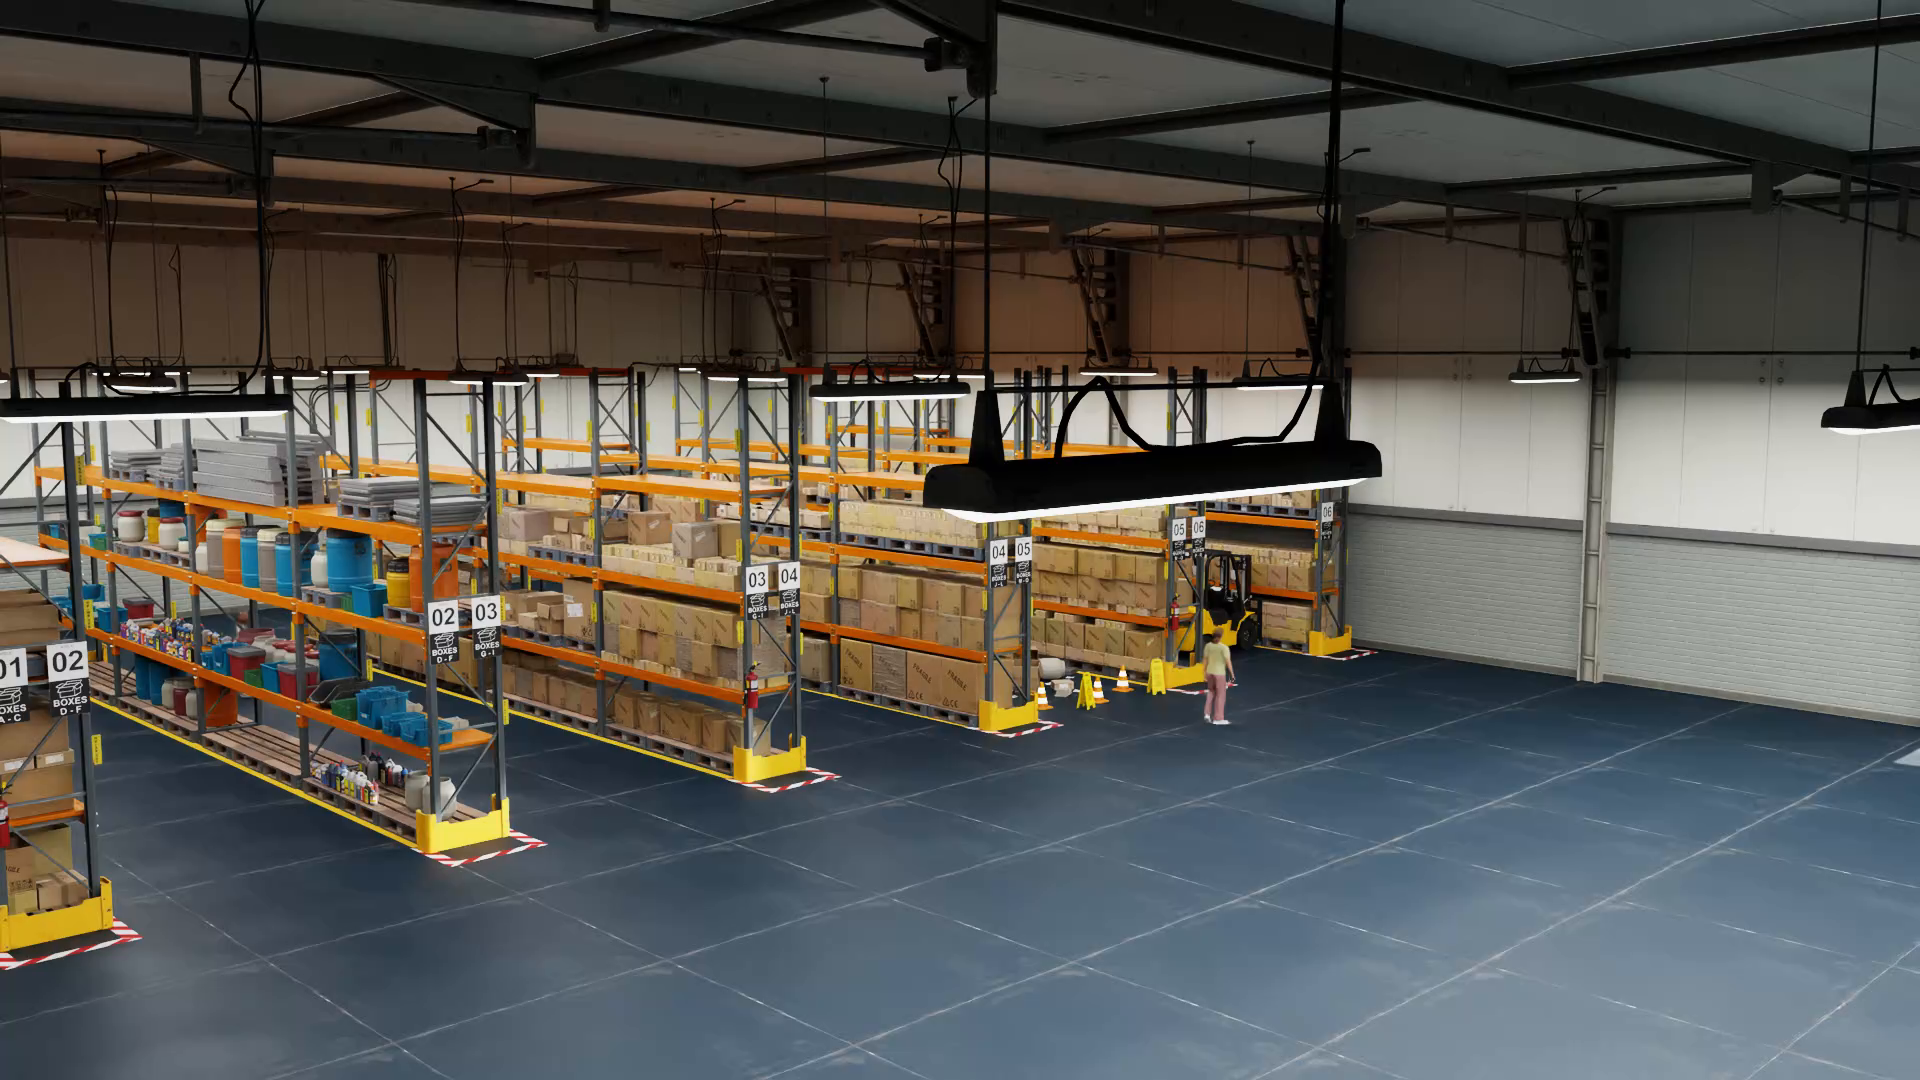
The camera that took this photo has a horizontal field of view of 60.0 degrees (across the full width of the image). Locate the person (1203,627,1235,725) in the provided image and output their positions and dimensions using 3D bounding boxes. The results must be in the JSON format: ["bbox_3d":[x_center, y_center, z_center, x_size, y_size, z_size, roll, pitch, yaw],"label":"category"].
[{"bbox_3d":[4.415,2.332,28.343,0.530,1.708,0.363,6,9,43],"label":"person"}]

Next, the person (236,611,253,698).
[{"bbox_3d":[-13.189,2.099,30.571,0.447,1.597,0.470,1,6,6],"label":"person"}]
